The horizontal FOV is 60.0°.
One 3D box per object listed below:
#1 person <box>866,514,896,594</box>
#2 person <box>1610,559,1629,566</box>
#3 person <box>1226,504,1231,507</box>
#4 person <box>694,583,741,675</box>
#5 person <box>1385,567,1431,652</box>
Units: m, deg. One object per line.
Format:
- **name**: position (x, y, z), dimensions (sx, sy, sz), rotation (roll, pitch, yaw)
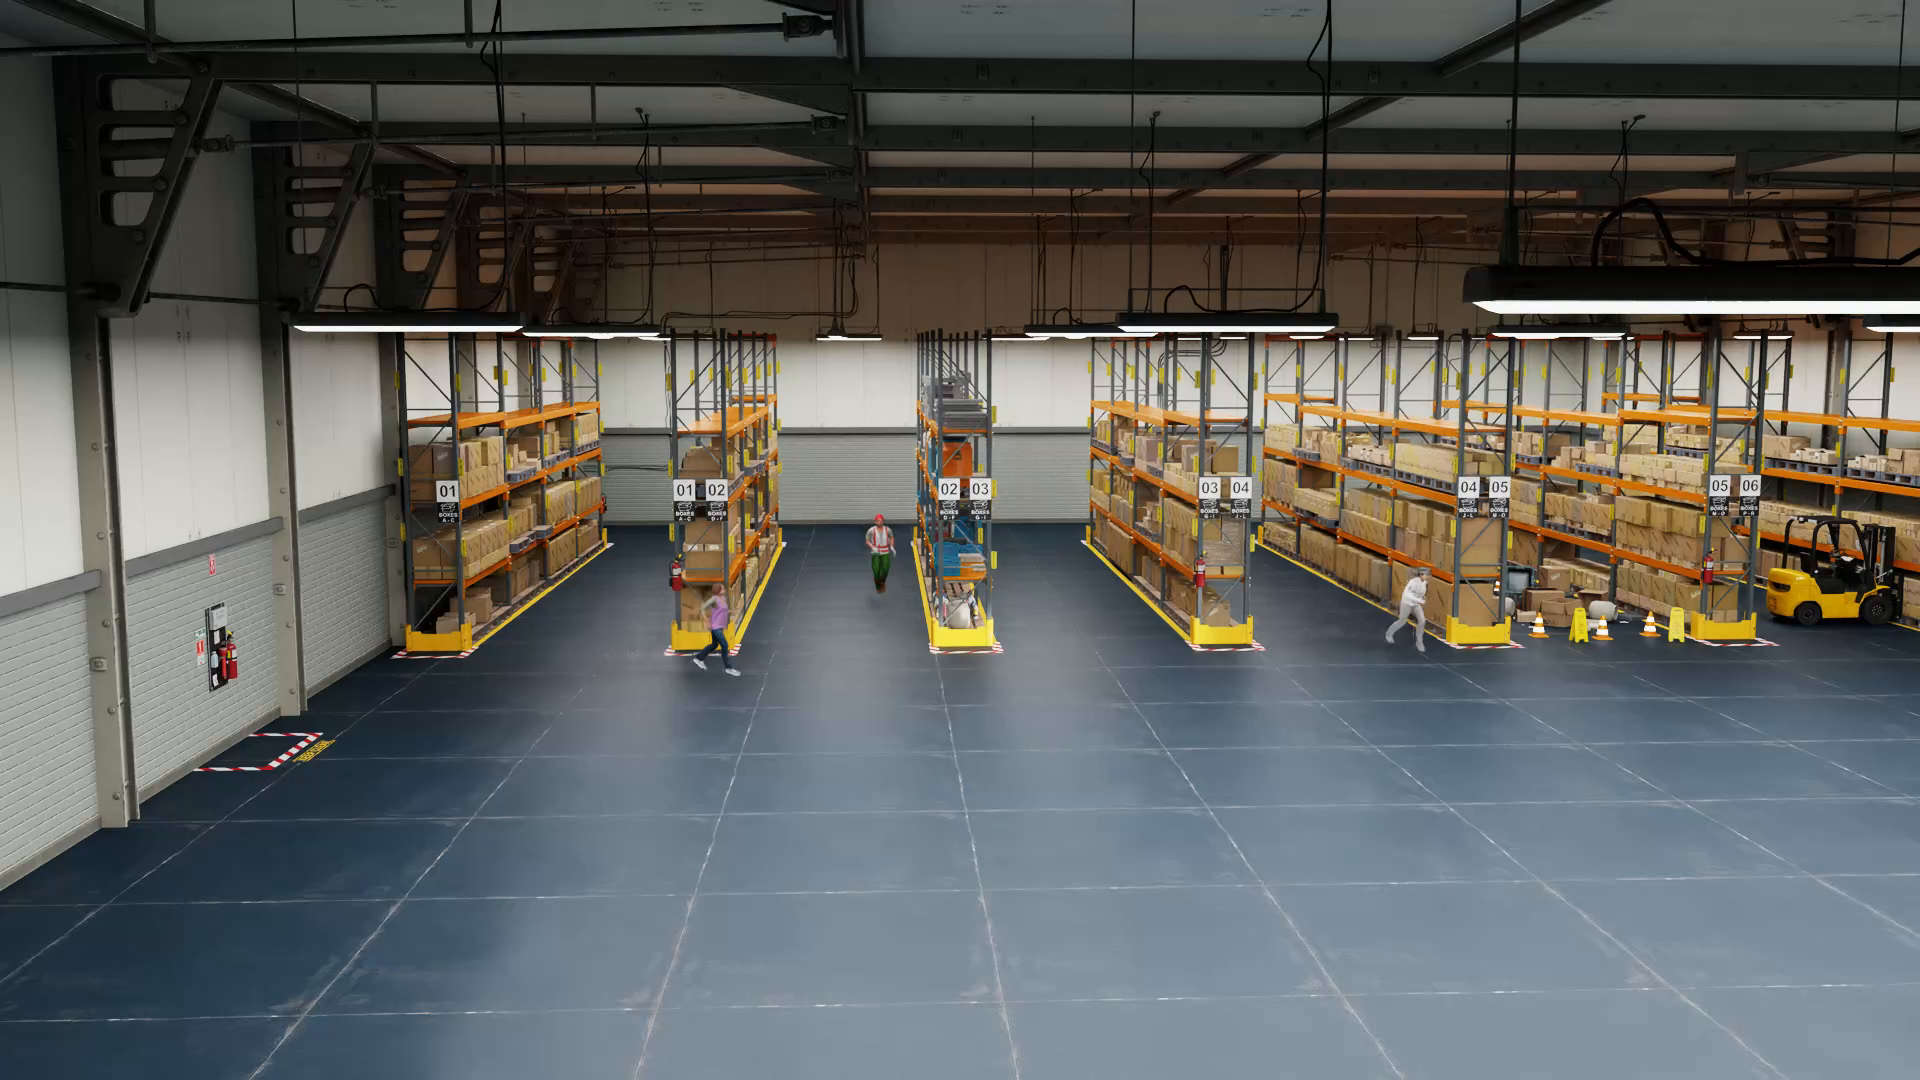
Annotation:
- **person**: position (-1.711, 0.311, 36.118), dimensions (0.661, 1.756, 0.643), rotation (-1, 7, -11)
- **person**: position (17.038, -0.146, 42.766), dimensions (0.552, 1.734, 0.801), rotation (-1, 7, -11)
- **person**: position (7.481, -0.612, 46.778), dimensions (0.687, 1.730, 1.030), rotation (-2, 7, -15)
- **person**: position (-4.214, 1.528, 28.719), dimensions (0.885, 1.589, 0.530), rotation (2, 7, 15)
- **person**: position (8.447, 1.275, 31.354), dimensions (0.658, 1.622, 0.967), rotation (-5, 8, -37)
